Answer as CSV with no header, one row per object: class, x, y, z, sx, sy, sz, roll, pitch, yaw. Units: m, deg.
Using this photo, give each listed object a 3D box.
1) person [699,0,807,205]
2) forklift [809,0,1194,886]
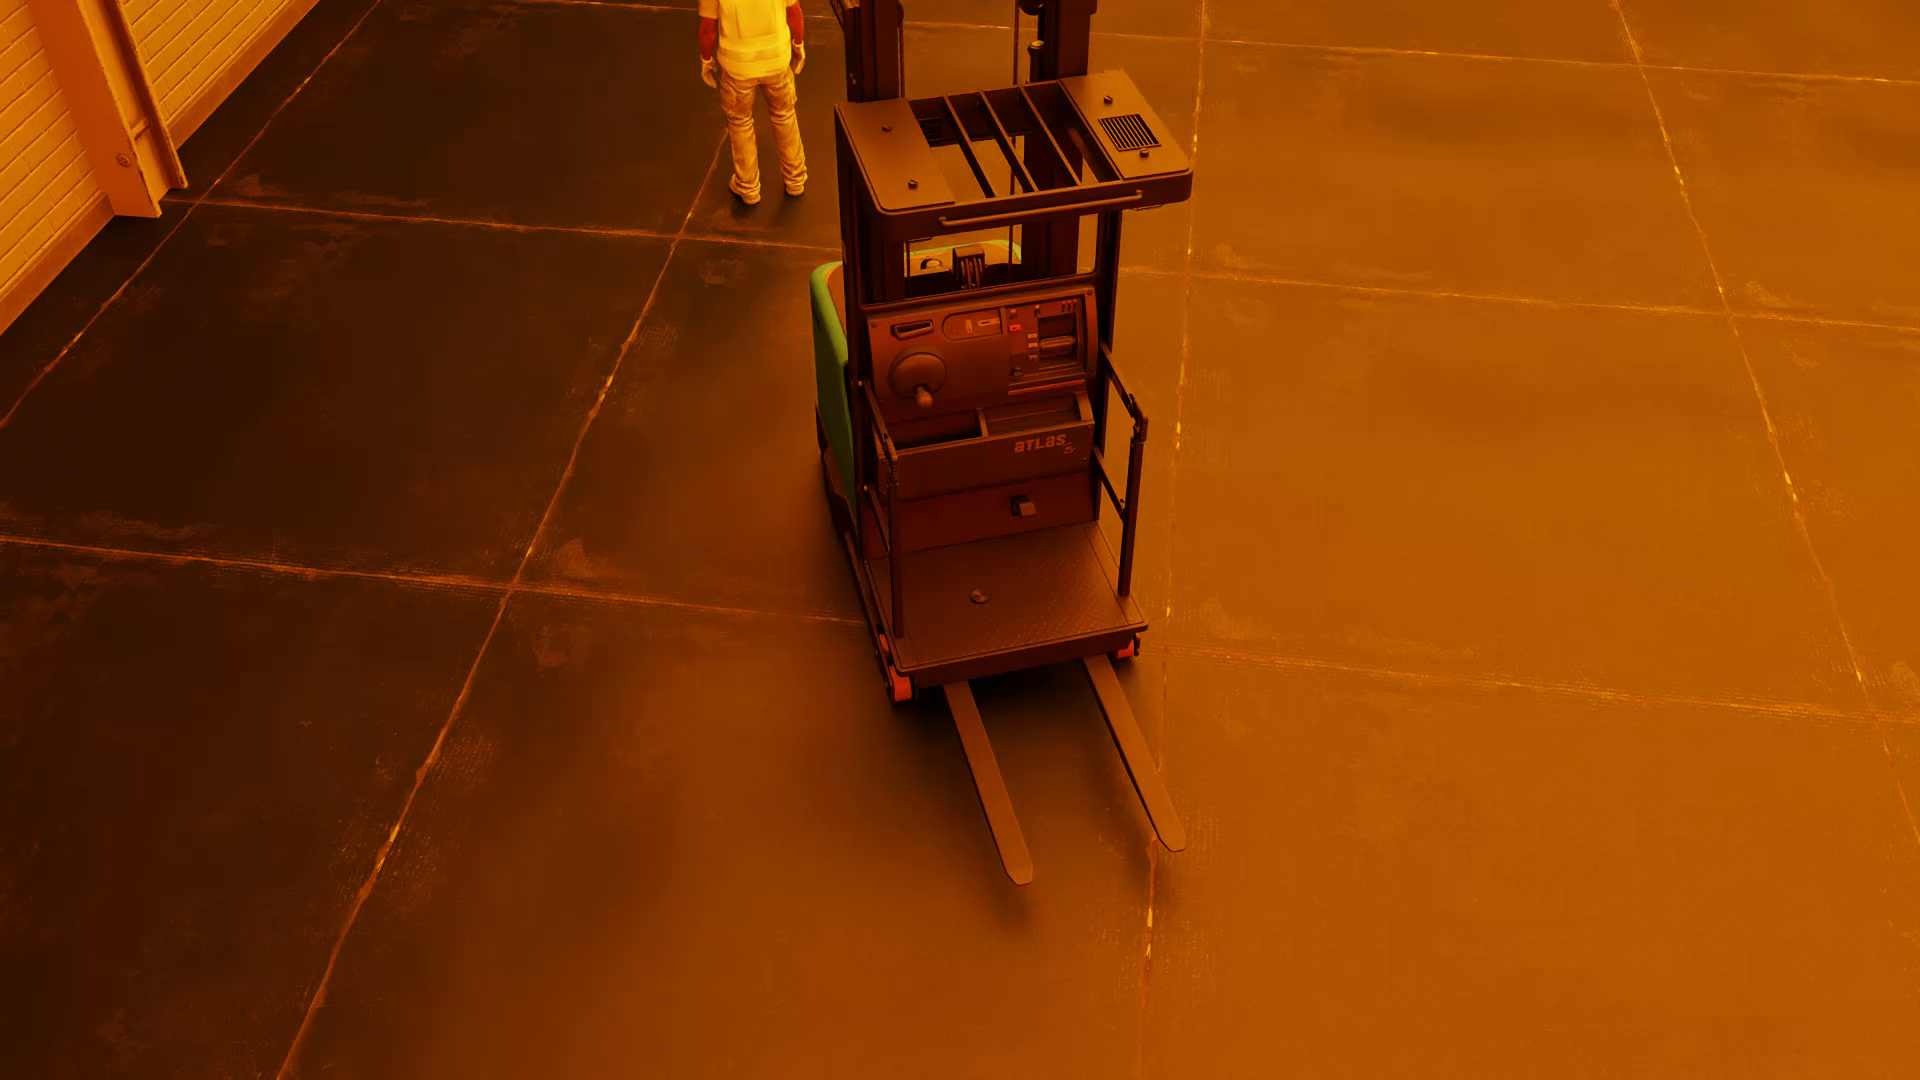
person,-1.194,-2.798,9.628,0.618,1.774,0.452,-13,44,-14
forklift,0.153,-0.681,6.465,1.130,2.935,3.031,-10,44,-11
